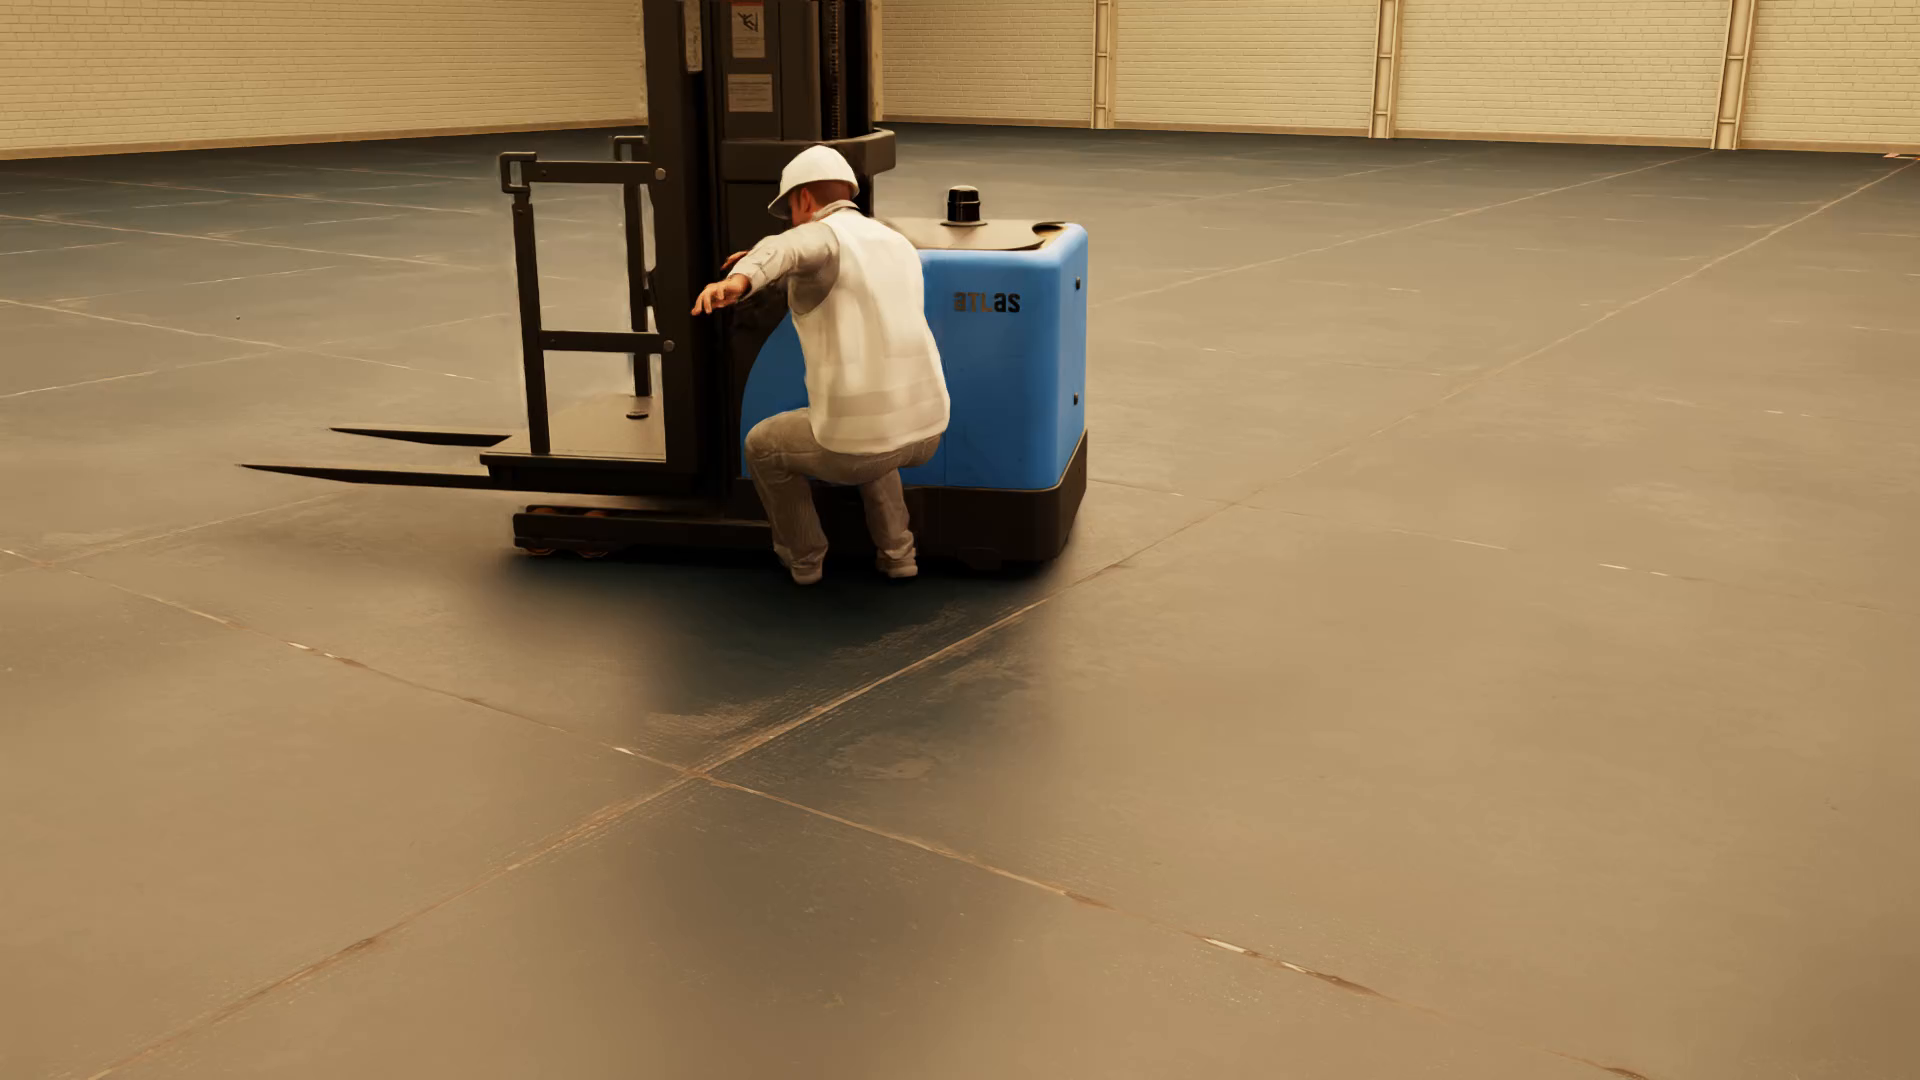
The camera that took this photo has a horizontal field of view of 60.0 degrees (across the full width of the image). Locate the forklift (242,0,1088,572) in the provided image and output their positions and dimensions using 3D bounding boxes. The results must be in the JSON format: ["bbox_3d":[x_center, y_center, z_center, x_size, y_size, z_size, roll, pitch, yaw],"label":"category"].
[{"bbox_3d":[-1.086,-1.483,5.793,3.031,2.935,1.130,3,17,10],"label":"forklift"}]

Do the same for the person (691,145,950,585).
[{"bbox_3d":[-0.496,-0.417,4.924,0.824,1.443,1.278,15,22,40],"label":"person"}]
